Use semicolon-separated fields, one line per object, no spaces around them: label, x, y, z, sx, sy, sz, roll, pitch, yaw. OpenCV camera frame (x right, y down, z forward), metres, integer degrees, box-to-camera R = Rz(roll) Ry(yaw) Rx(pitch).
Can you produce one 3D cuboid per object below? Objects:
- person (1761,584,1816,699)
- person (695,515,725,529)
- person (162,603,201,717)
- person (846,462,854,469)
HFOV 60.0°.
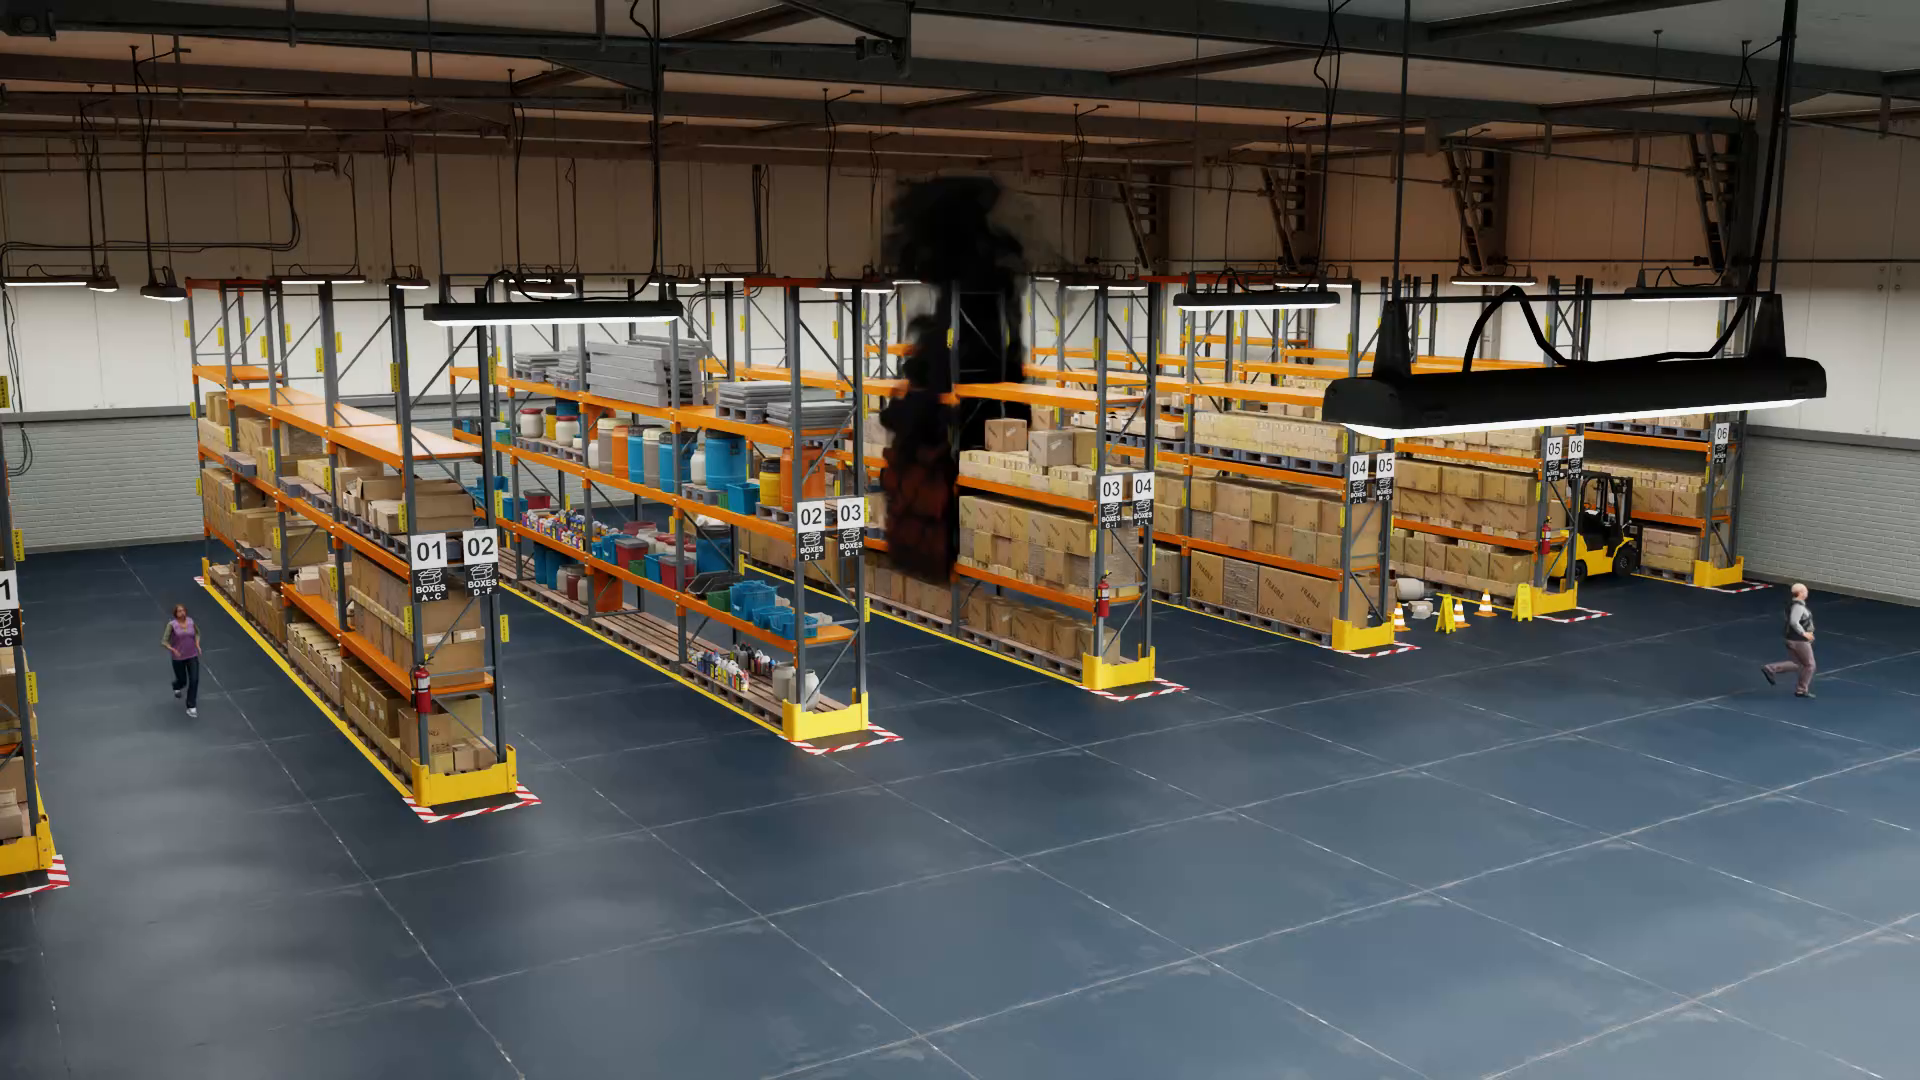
person;12.160;1.472;24.262;0.748;1.701;0.661;2;10;9
person;-4.582;0.059;31.110;0.599;1.670;0.531;-8;12;-40
person;-10.945;1.664;23.445;0.547;1.582;0.759;-8;13;-40
person;-2.645;-0.985;38.778;0.746;1.720;0.720;-3;10;-18
